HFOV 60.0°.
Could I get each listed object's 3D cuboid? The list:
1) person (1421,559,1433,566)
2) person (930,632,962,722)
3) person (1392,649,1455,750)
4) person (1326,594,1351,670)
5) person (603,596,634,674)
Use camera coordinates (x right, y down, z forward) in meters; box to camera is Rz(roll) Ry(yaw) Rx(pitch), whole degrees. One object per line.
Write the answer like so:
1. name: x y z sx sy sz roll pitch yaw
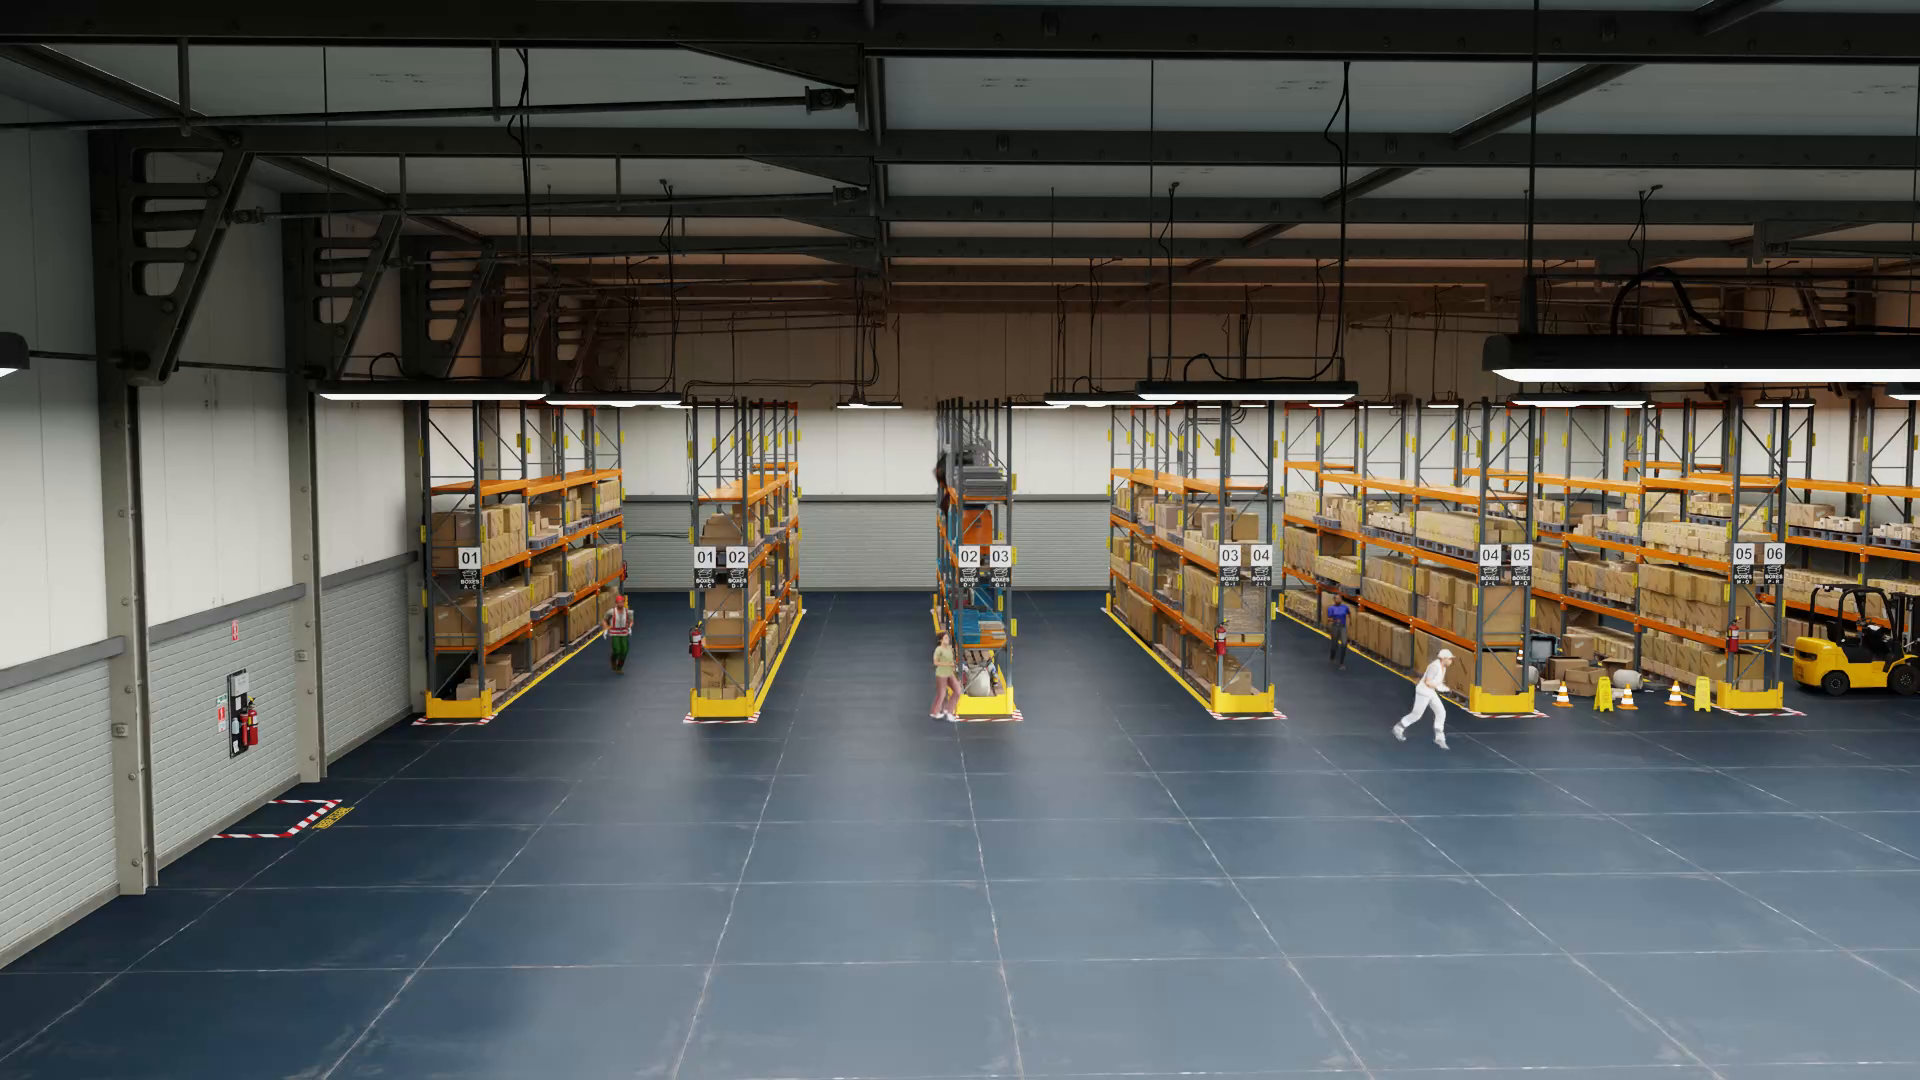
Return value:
1. person: 13.830 1.091 49.467 0.561 1.622 0.560 -1 5 -18
2. person: -0.282 2.528 30.684 0.679 1.684 0.554 4 6 42
3. person: 7.926 2.701 28.446 1.056 1.731 0.704 3 5 31
4. person: 8.478 2.048 37.197 0.583 1.694 0.765 0 4 4
5. person: -7.383 2.071 36.046 0.667 1.732 0.633 -2 5 -26
